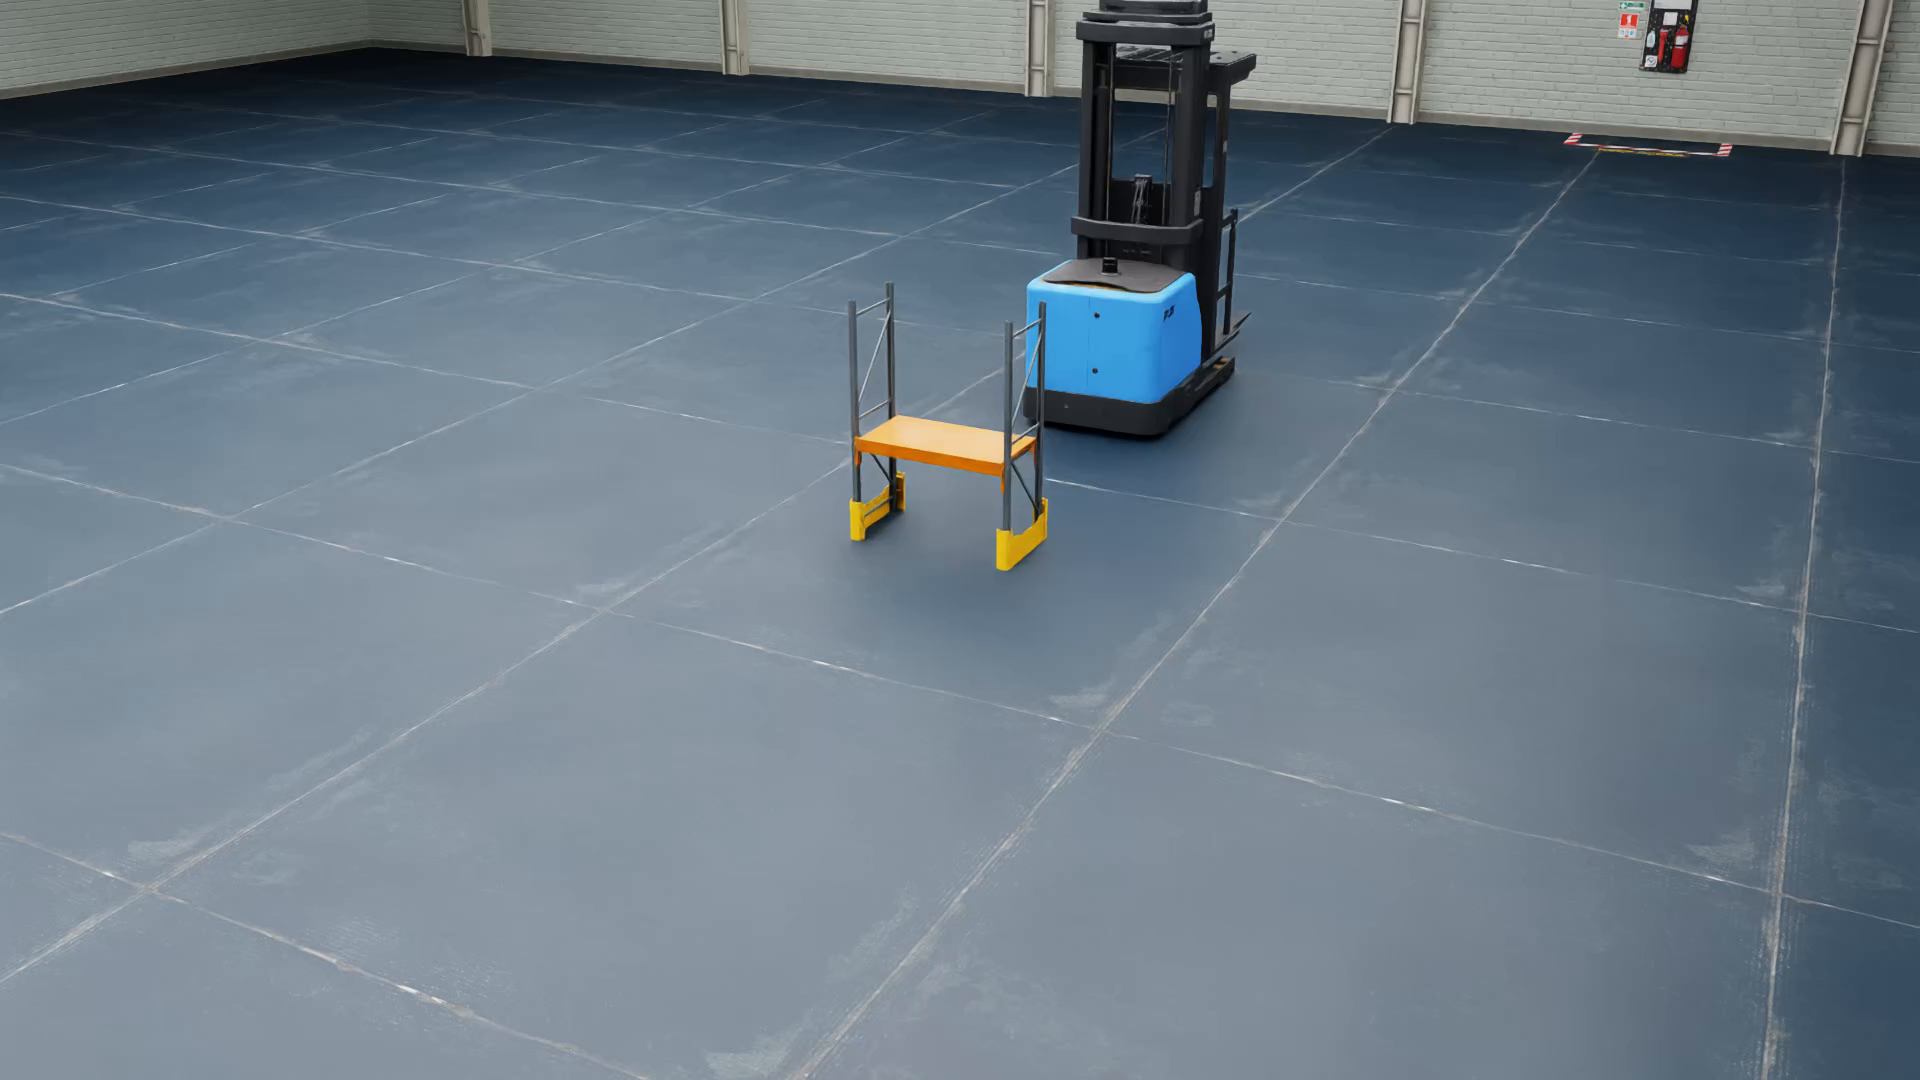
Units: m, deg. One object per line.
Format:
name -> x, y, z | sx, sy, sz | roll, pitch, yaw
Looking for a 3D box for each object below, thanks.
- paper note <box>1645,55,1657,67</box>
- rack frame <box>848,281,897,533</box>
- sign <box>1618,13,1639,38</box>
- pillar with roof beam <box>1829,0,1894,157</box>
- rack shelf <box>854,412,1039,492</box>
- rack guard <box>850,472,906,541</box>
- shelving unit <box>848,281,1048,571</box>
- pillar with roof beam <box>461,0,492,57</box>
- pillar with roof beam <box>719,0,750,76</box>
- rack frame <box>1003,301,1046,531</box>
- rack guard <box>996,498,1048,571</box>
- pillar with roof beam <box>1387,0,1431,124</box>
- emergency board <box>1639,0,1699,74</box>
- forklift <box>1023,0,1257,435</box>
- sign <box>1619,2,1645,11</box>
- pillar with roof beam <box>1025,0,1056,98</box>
paper note -> 9.709, -6.726, 23.358 | 0.142, 0.148, 0.016 | 11, 25, 25
rack frame -> -0.530, -0.795, 10.203 | 0.032, 1.500, 0.500 | 11, 25, 25
sign -> 9.389, -7.226, 23.362 | 0.234, 0.329, 0.001 | 11, 25, 25
pillar with roof beam -> 10.082, -7.883, 17.288 | 0.400, 9.000, 9.100 | 11, 25, 25
rack shelf -> -0.076, -0.540, 10.062 | 1.000, 0.185, 0.538 | 11, 25, 25
rack guard -> -0.512, -0.216, 10.440 | 0.087, 0.250, 0.587 | 11, 25, 25
shelving unit -> -0.068, -0.704, 9.988 | 1.083, 1.500, 0.587 | 11, 25, 25
pillar with roof beam -> -11.336, -12.121, 27.253 | 0.400, 9.000, 9.100 | 11, 25, 25
pillar with roof beam -> -5.982, -11.062, 24.762 | 0.400, 9.000, 9.100 | 11, 25, 25
rack frame -> 0.378, -0.615, 9.781 | 0.032, 1.500, 0.500 | 11, 25, 25
rack guard -> 0.376, -0.041, 10.026 | 0.087, 0.250, 0.587 | 11, 25, 25
pillar with roof beam -> 4.728, -8.943, 19.779 | 0.400, 9.000, 9.100 | 11, 25, 25
emergency board -> 9.836, -7.076, 23.055 | 0.643, 1.169, 0.194 | 11, 25, 25
forklift -> 1.548, -2.634, 12.698 | 1.130, 2.935, 3.031 | 10, 25, 23
sign -> 9.389, -7.466, 23.250 | 0.331, 0.109, 0.001 | 11, 25, 25
pillar with roof beam -> -0.627, -10.002, 22.271 | 0.400, 9.000, 9.100 | 11, 25, 25
